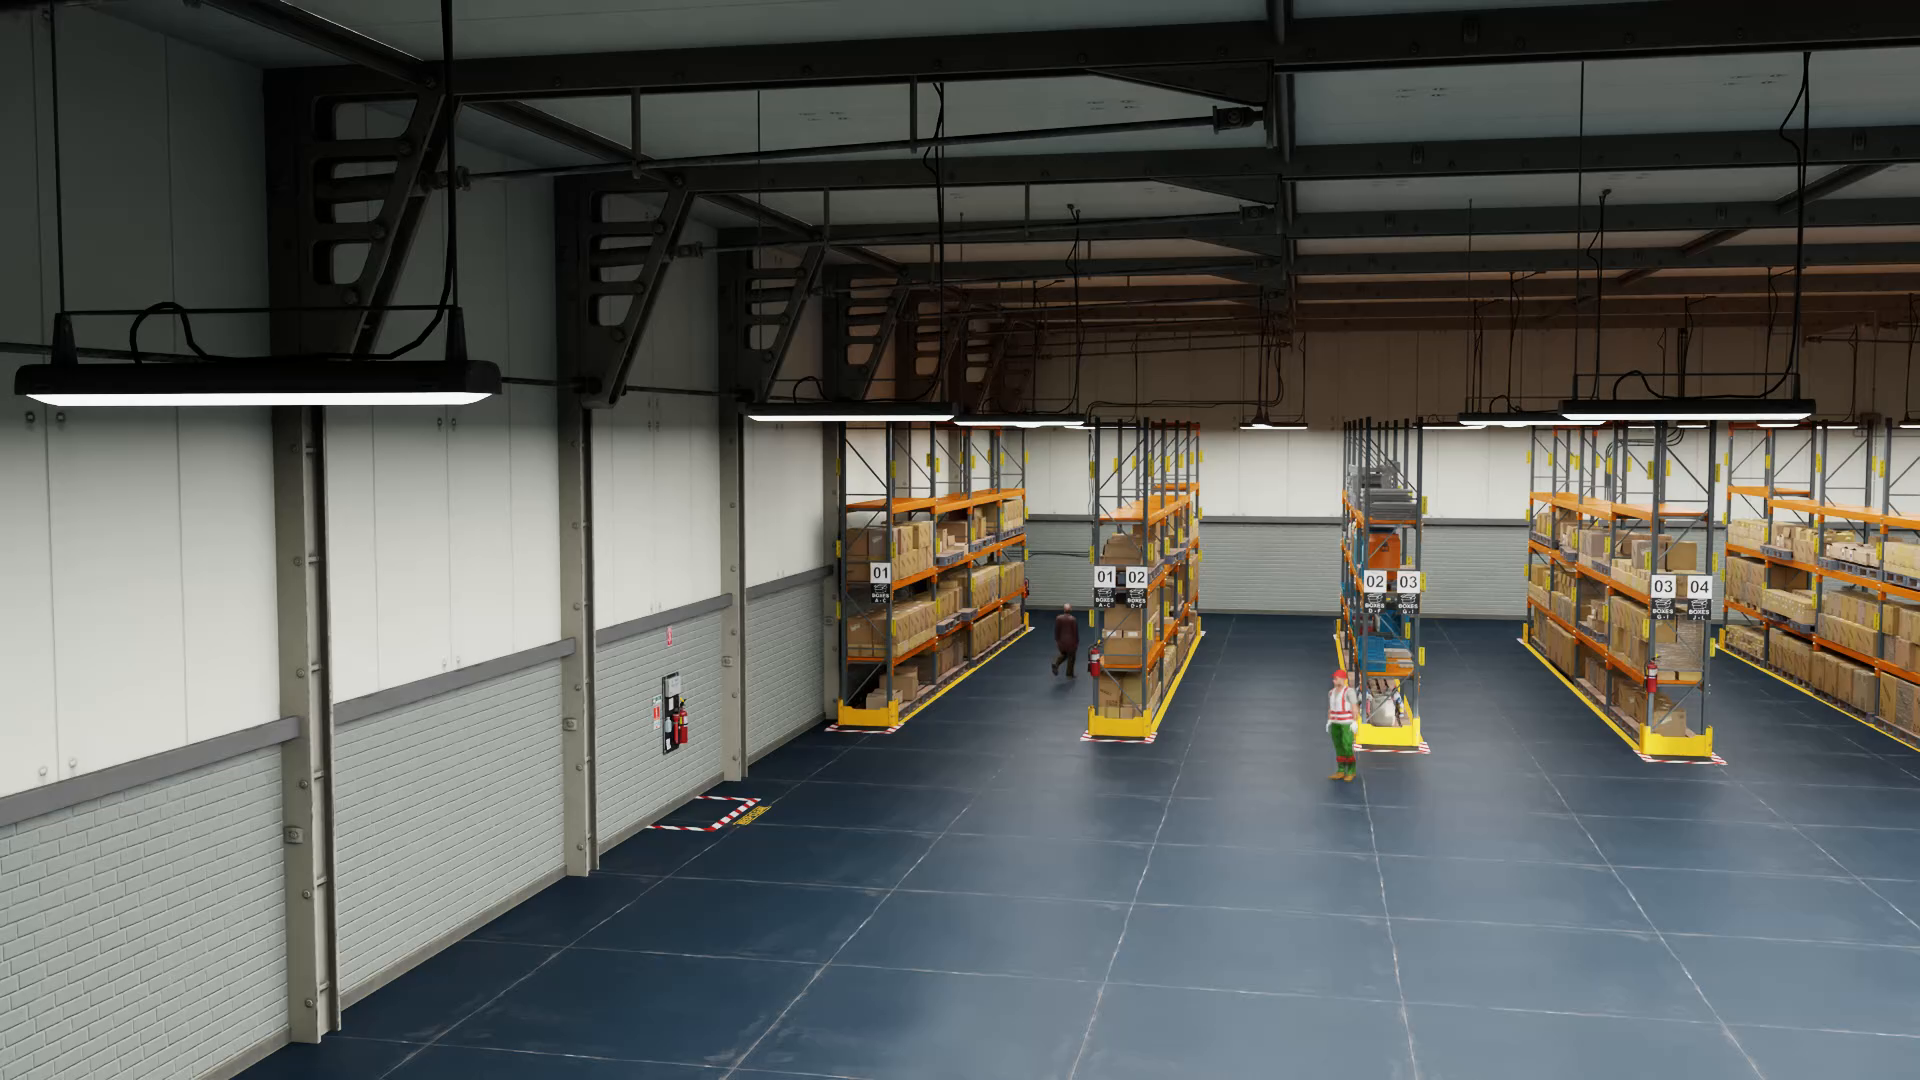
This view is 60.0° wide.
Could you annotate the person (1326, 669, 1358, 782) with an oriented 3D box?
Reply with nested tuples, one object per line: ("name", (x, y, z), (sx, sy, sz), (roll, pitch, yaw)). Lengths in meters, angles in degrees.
("person", (6.285, 3.058, 27.450), (0.368, 1.833, 0.600), (-3, 5, -36))

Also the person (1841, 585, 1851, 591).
("person", (23.022, 2.053, 43.241), (0.652, 1.791, 0.703), (-2, 4, -31))

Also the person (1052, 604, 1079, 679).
("person", (2.443, 2.344, 38.332), (0.778, 1.756, 0.592), (-4, 5, -44))
